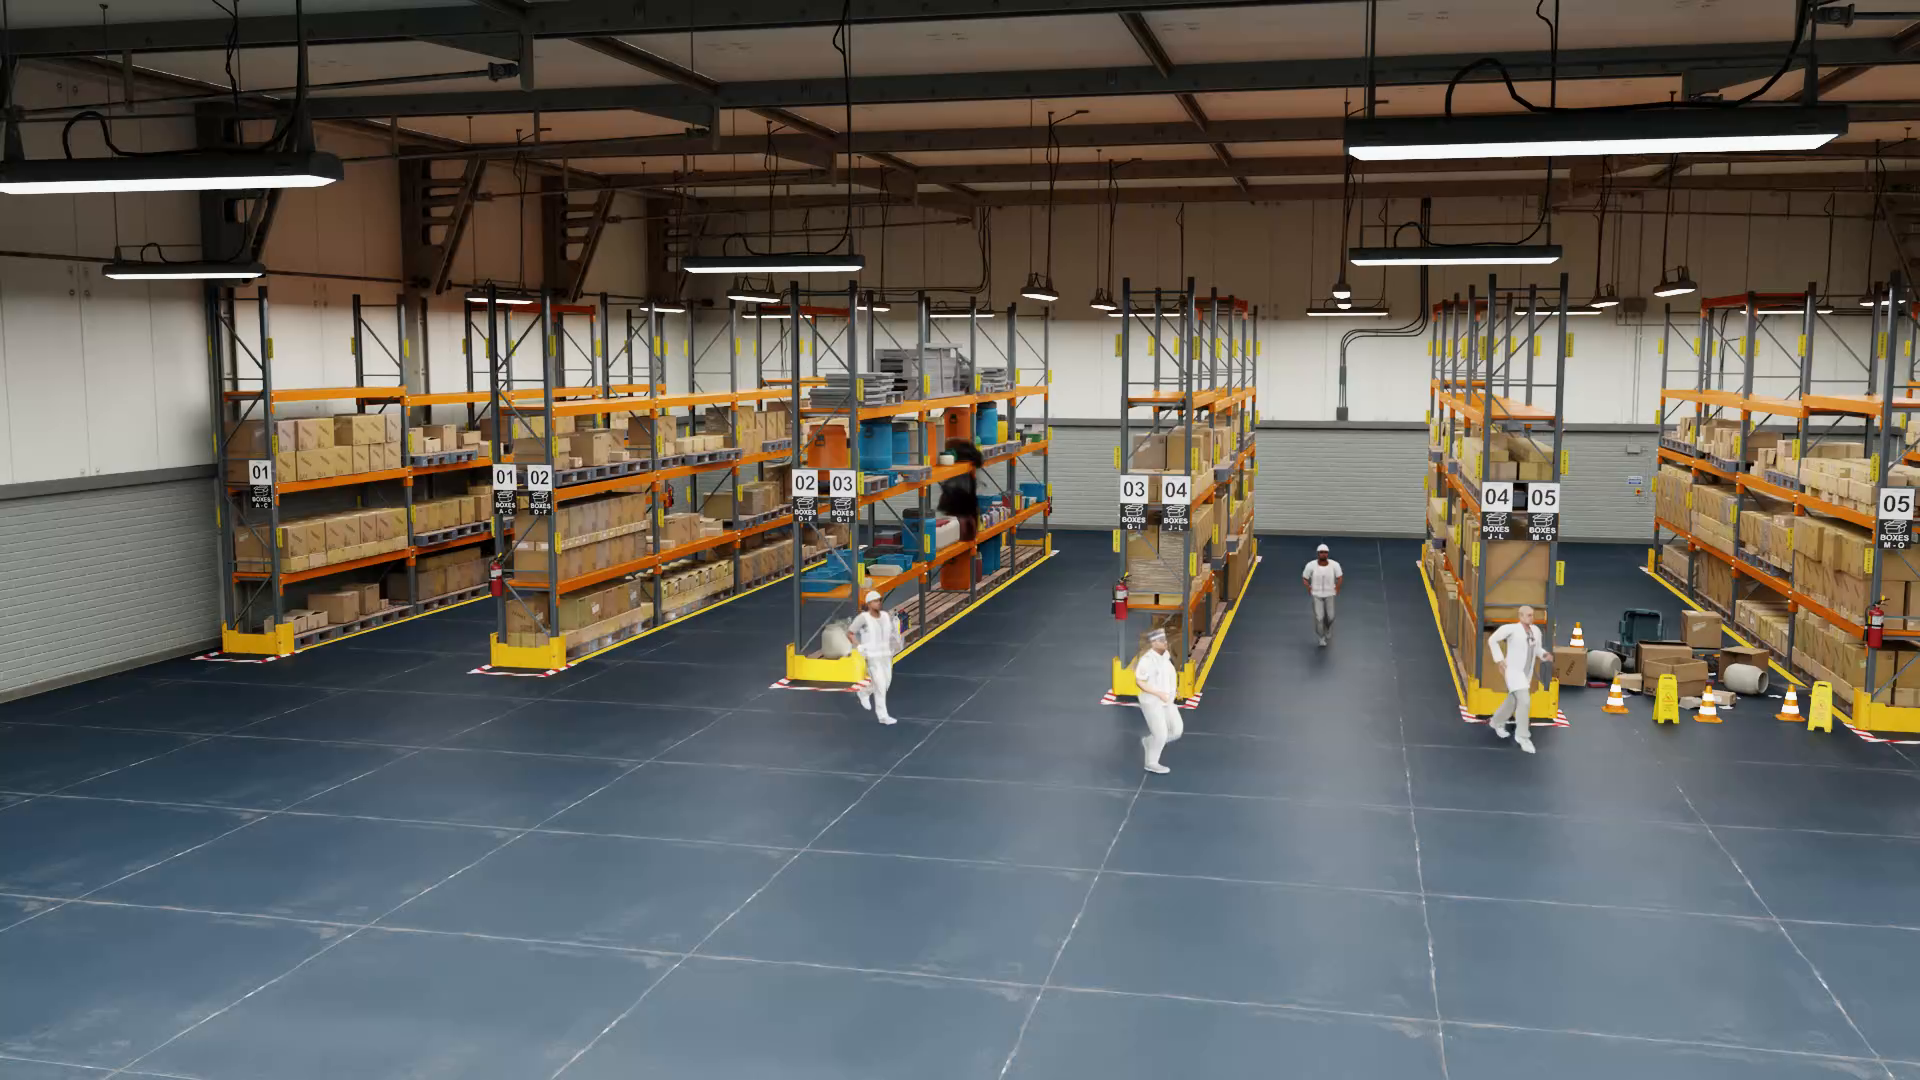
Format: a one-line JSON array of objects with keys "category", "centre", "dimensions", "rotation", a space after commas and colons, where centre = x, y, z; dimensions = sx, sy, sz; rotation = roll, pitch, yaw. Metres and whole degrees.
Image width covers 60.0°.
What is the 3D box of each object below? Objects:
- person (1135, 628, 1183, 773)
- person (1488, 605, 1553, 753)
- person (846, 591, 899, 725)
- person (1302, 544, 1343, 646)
[{"category": "person", "centre": [2.346, 1.890, 19.639], "dimensions": [0.596, 1.730, 0.640], "rotation": [6, 9, 42]}, {"category": "person", "centre": [7.055, 1.720, 21.030], "dimensions": [0.642, 1.824, 0.964], "rotation": [-4, 8, -30]}, {"category": "person", "centre": [-1.147, 1.565, 22.374], "dimensions": [0.698, 1.758, 0.893], "rotation": [-6, 9, -43]}, {"category": "person", "centre": [6.111, 0.928, 28.045], "dimensions": [0.668, 1.721, 0.576], "rotation": [1, 7, 8]}]
